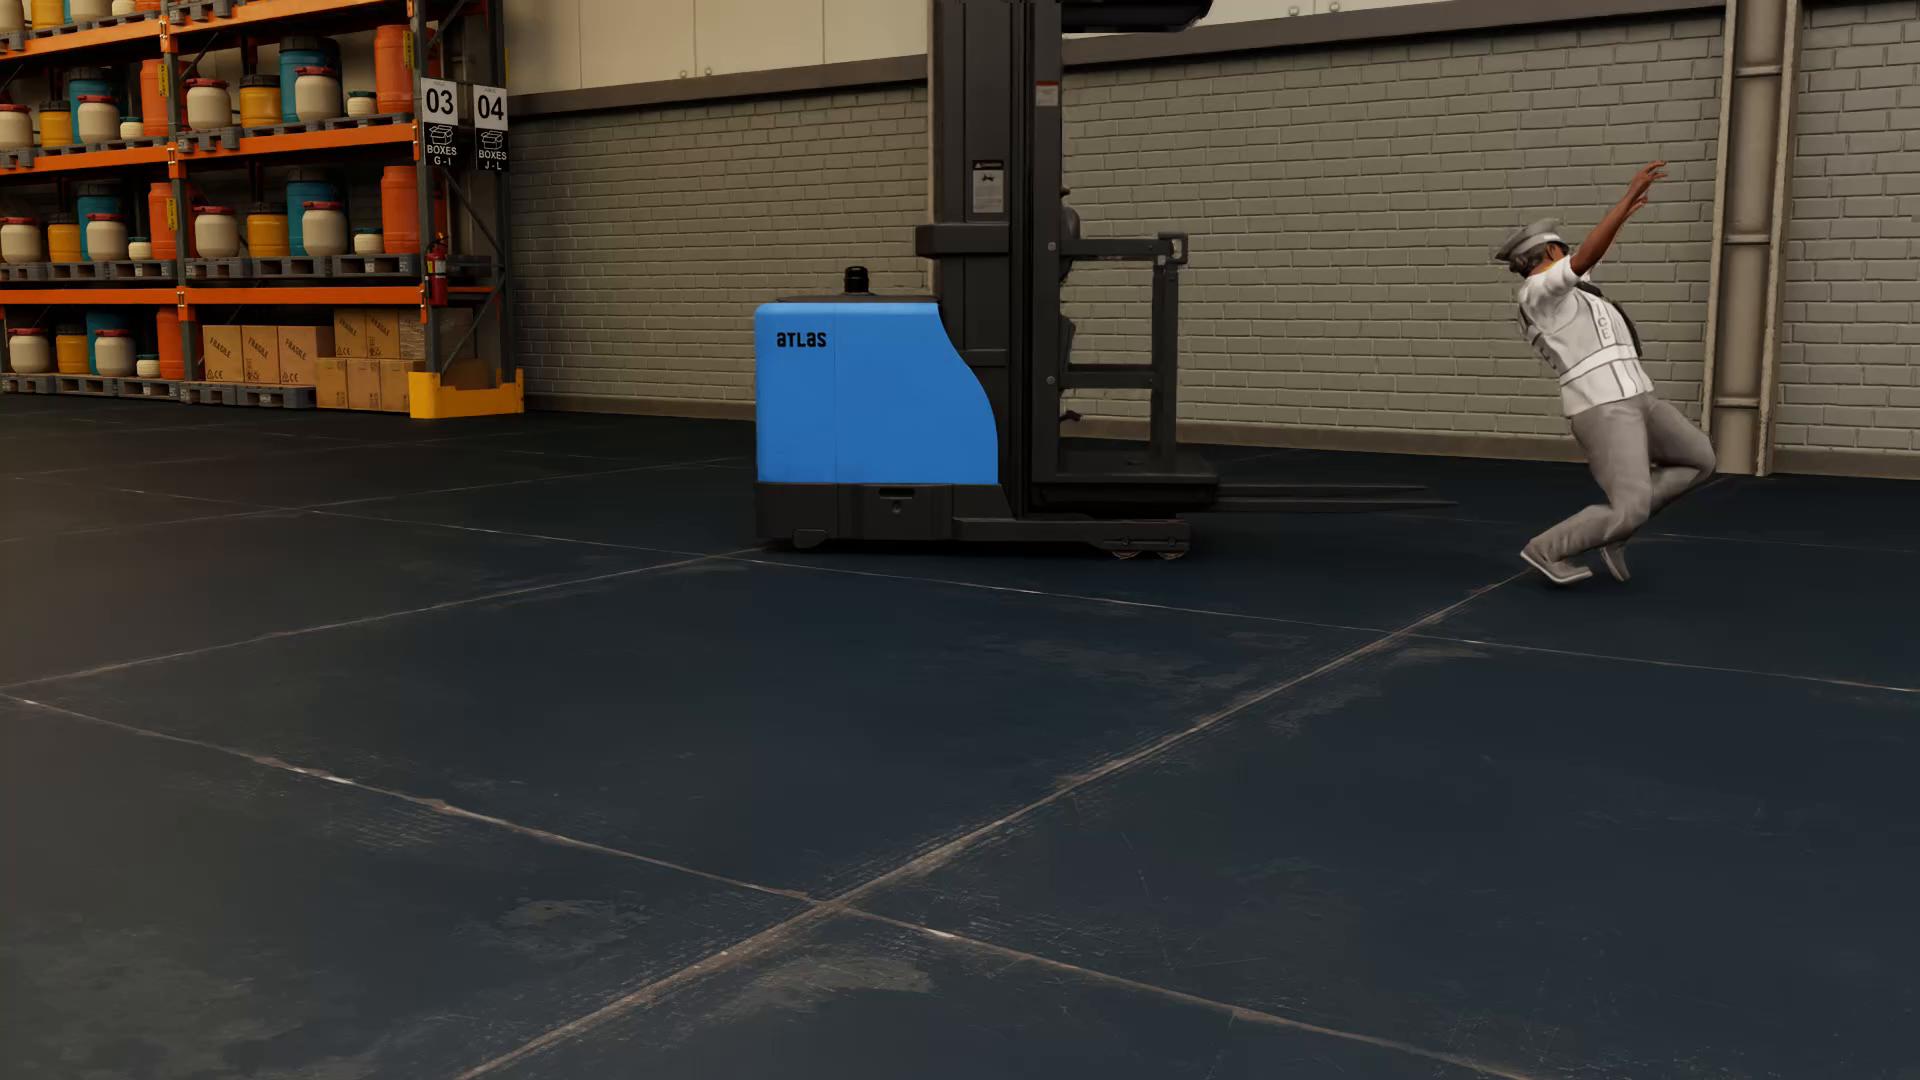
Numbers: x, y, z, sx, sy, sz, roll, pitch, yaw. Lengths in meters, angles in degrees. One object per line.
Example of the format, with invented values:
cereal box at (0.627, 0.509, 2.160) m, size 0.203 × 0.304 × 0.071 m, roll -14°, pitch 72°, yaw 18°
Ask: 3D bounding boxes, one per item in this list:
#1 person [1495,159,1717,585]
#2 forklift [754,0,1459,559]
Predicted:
person at (2.458, -0.609, 6.360) m, size 0.795 × 1.589 × 0.932 m, roll 6°, pitch 10°, yaw 35°
forklift at (0.646, -1.447, 7.368) m, size 3.031 × 2.935 × 1.130 m, roll 1°, pitch 8°, yaw 4°
